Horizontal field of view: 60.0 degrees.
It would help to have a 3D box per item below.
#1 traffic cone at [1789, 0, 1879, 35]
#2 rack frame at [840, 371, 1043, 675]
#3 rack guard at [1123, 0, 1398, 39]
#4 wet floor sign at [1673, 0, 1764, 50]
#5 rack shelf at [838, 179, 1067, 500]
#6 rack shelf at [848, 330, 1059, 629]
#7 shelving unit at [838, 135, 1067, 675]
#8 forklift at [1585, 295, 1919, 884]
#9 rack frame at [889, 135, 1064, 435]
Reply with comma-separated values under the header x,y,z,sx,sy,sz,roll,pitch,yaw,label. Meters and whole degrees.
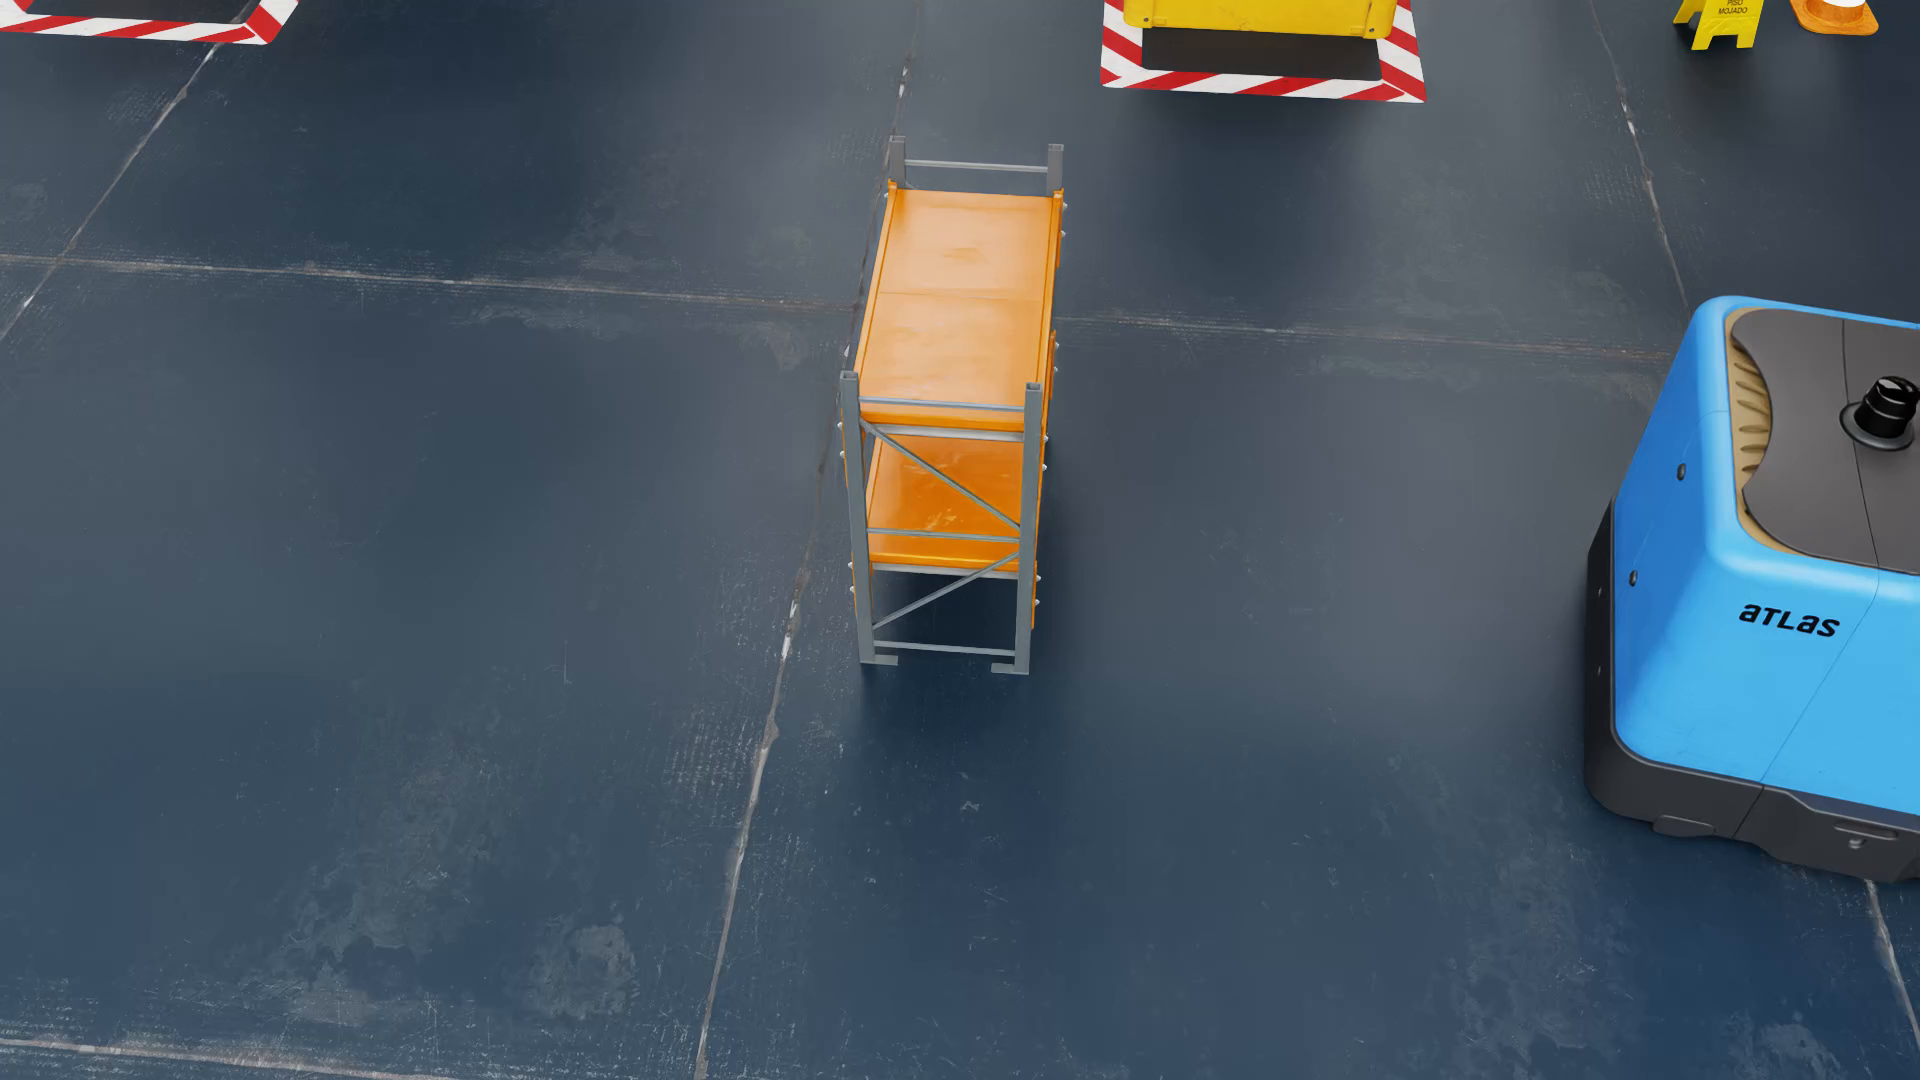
x,y,z,sx,sy,sz,roll,pitch,yaw,label
3.875,-2.488,7.212,0.336,0.463,0.334,4,48,4,traffic cone
-0.046,-0.011,4.498,0.500,1.125,0.032,4,48,4,rack frame
1.316,-2.514,7.211,1.175,0.500,0.348,4,48,4,rack guard
3.287,-2.426,7.032,0.267,0.644,0.232,-4,48,-3,wet floor sign
0.001,-0.582,4.623,0.538,0.278,1.000,4,48,4,rack shelf
0.001,-0.220,5.020,0.538,0.278,1.000,4,48,4,rack shelf
0.001,-0.385,4.839,0.538,1.125,1.048,4,48,4,shelving unit
3.285,-0.305,3.542,3.031,2.935,1.130,11,49,10,forklift
0.047,-0.758,5.181,0.500,1.125,0.032,4,48,4,rack frame
